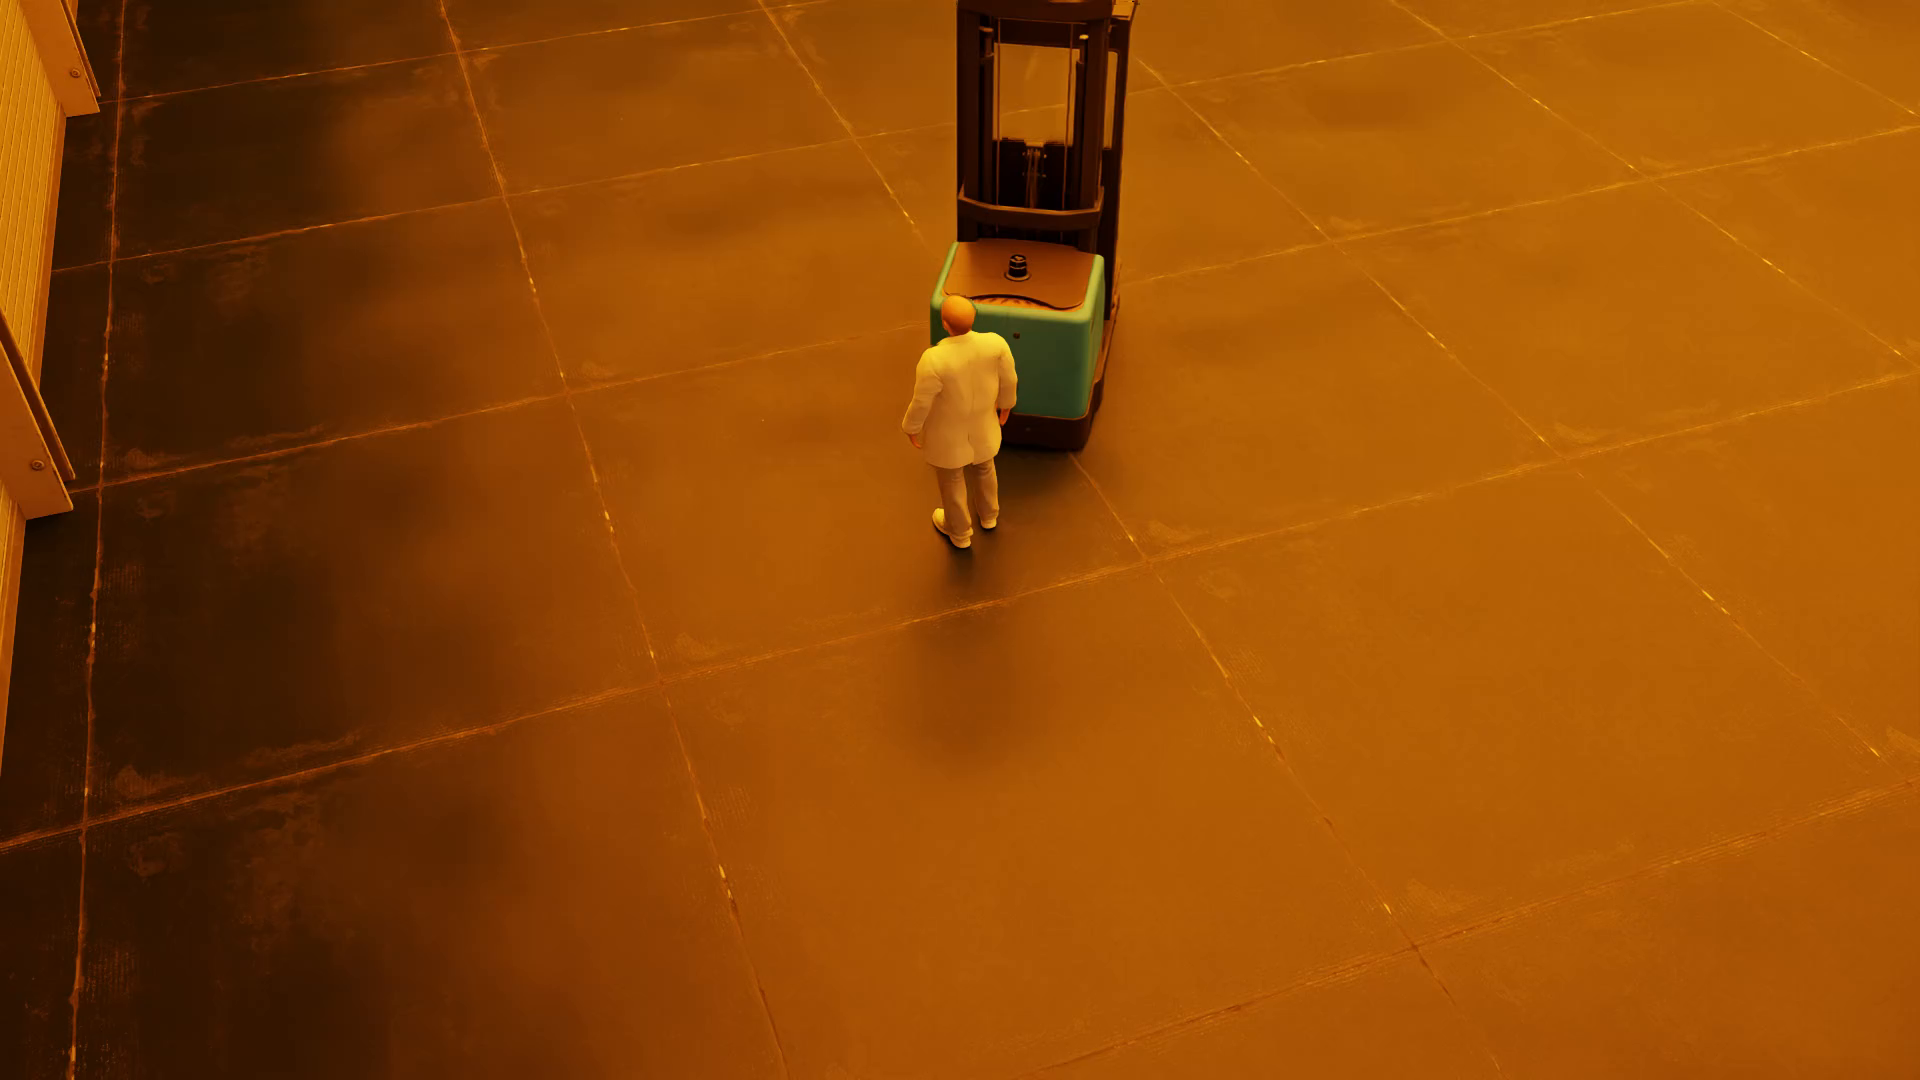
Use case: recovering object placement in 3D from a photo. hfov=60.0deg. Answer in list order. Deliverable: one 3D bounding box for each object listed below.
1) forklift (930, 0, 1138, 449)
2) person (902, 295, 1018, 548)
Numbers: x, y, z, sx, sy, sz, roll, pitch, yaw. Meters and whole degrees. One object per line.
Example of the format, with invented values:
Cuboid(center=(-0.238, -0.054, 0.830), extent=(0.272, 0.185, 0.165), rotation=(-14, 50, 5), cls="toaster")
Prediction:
Cuboid(center=(0.566, -2.665, 11.171), extent=(1.130, 2.935, 3.031), rotation=(7, 40, 8), cls="forklift")
Cuboid(center=(-0.028, -0.743, 9.766), extent=(0.698, 1.778, 0.578), rotation=(-13, 42, -15), cls="person")
